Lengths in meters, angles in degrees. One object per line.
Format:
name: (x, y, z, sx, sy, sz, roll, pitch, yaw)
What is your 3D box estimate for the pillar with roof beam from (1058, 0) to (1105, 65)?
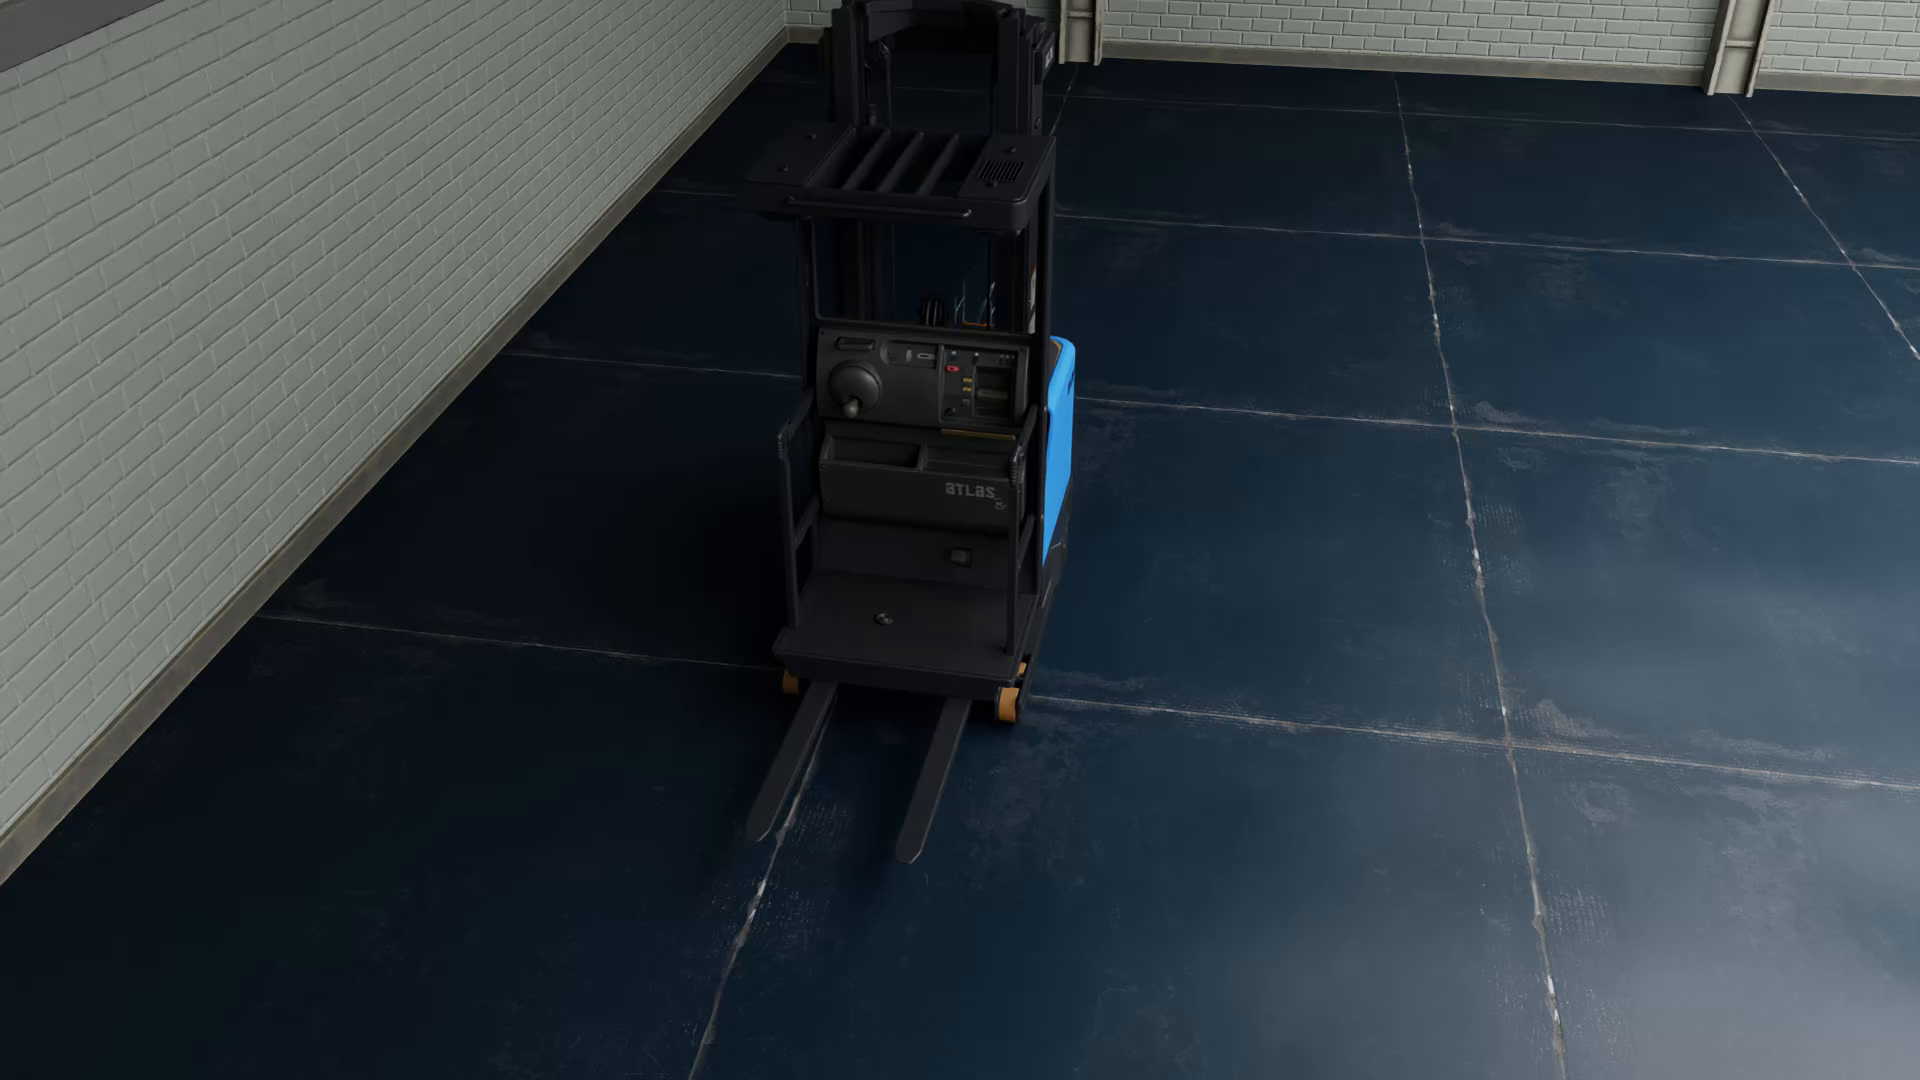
pillar with roof beam: (0.449, -6.254, 10.260, 0.400, 9.000, 9.100, 5, 32, 8)

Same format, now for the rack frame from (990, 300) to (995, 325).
rack frame: (0.180, -0.766, 8.841, 0.006, 1.200, 0.240, 6, 32, 10)

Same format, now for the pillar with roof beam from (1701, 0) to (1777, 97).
pillar with roof beam: (6.364, -5.718, 9.404, 0.400, 9.000, 9.100, 5, 32, 8)

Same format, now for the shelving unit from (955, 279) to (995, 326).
shelving unit: (0.091, -0.775, 8.856, 0.189, 1.200, 0.258, 6, 32, 10)

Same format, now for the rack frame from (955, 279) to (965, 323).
rack frame: (0.001, -0.785, 8.872, 0.006, 1.200, 0.240, 6, 32, 10)

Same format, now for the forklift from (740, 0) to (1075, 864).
forklift: (-0.207, -0.639, 7.009, 1.130, 2.935, 3.031, 6, 33, 10)

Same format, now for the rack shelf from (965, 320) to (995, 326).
rack shelf: (0.091, -1.044, 8.691, 0.180, 0.103, 0.258, 6, 32, 10)
